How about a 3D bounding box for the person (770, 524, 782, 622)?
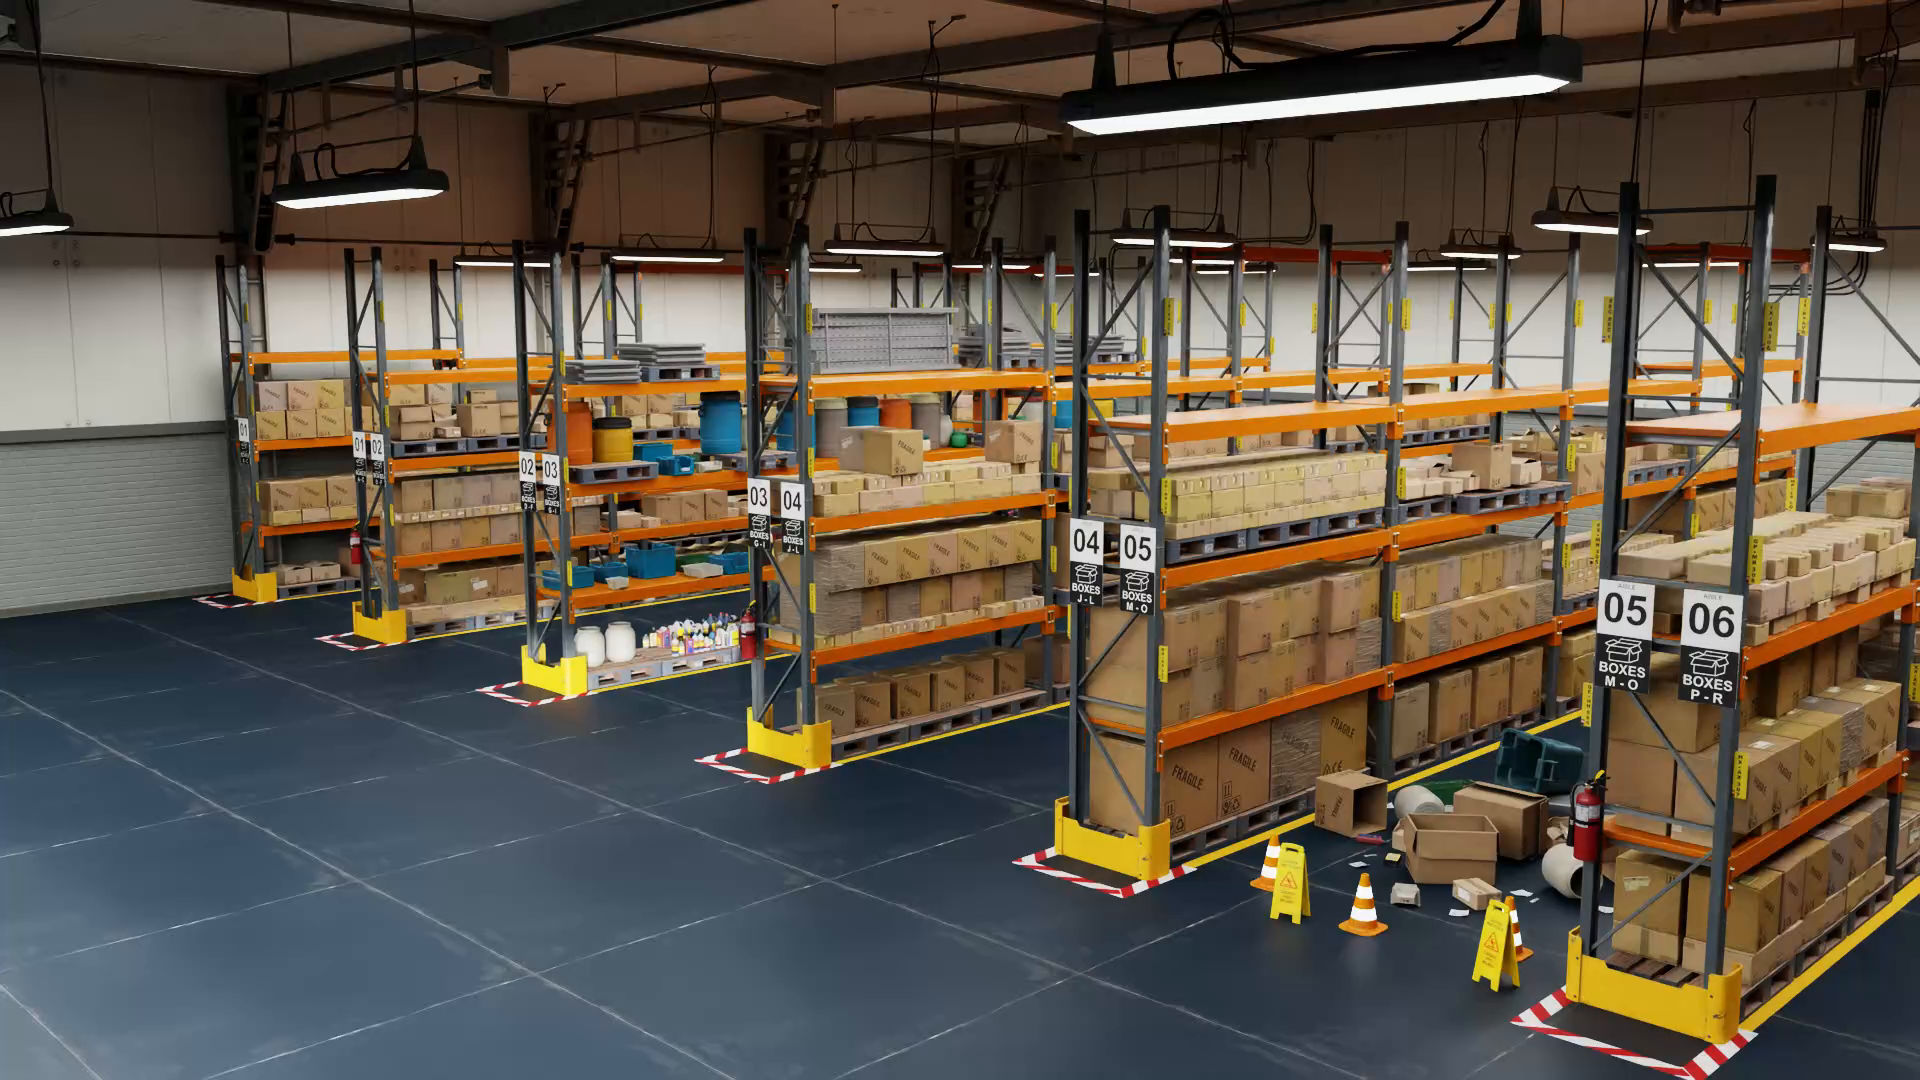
[{"bbox_3d":[-2.896,0.455,26.839,0.656,1.761,0.500,-4,9,-27],"label":"person"}]
